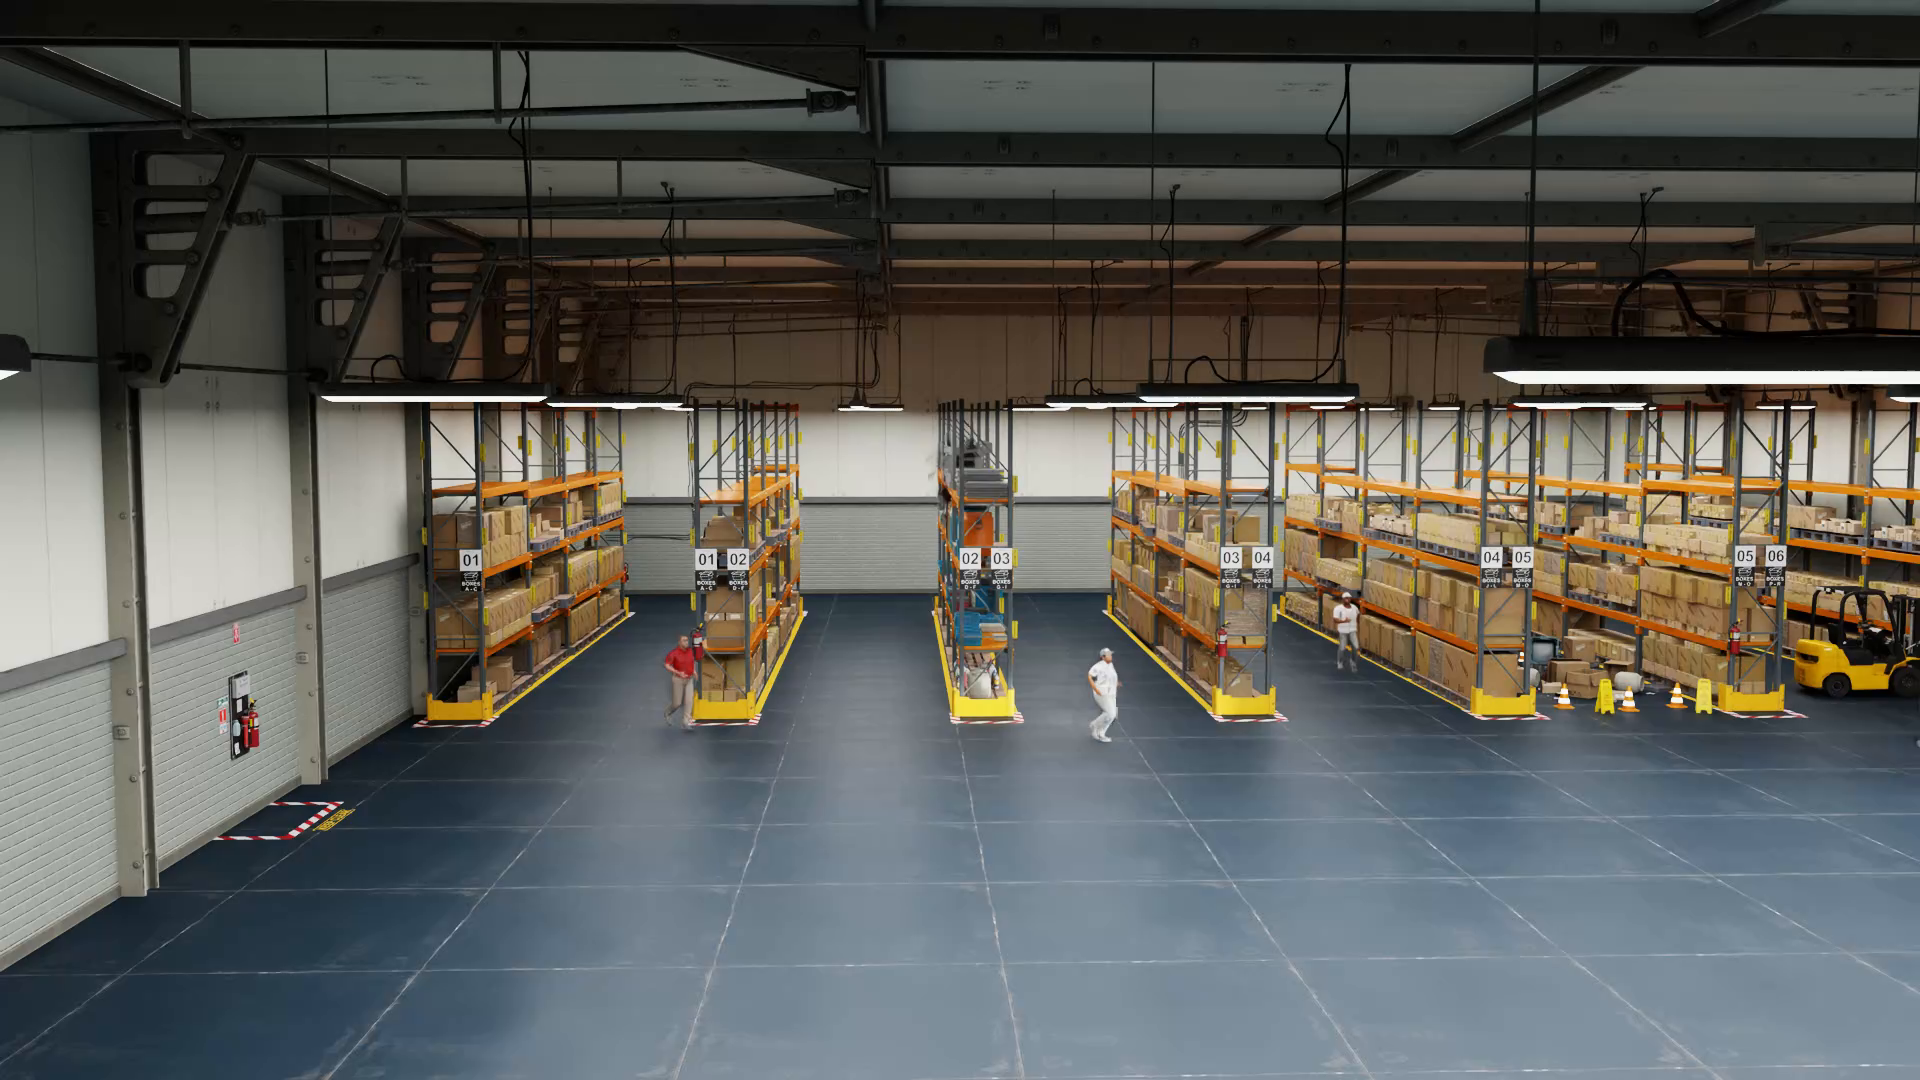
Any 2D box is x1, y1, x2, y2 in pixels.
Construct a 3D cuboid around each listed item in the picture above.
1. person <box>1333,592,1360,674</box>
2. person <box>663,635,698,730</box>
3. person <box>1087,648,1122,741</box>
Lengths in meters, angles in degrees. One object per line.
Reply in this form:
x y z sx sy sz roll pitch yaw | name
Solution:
8.577 2.058 36.779 0.684 1.816 0.731 0 4 -5 | person
-5.061 2.566 30.217 0.692 1.692 0.800 -4 6 -43 | person
2.563 2.703 29.013 0.511 1.638 0.651 3 5 35 | person
